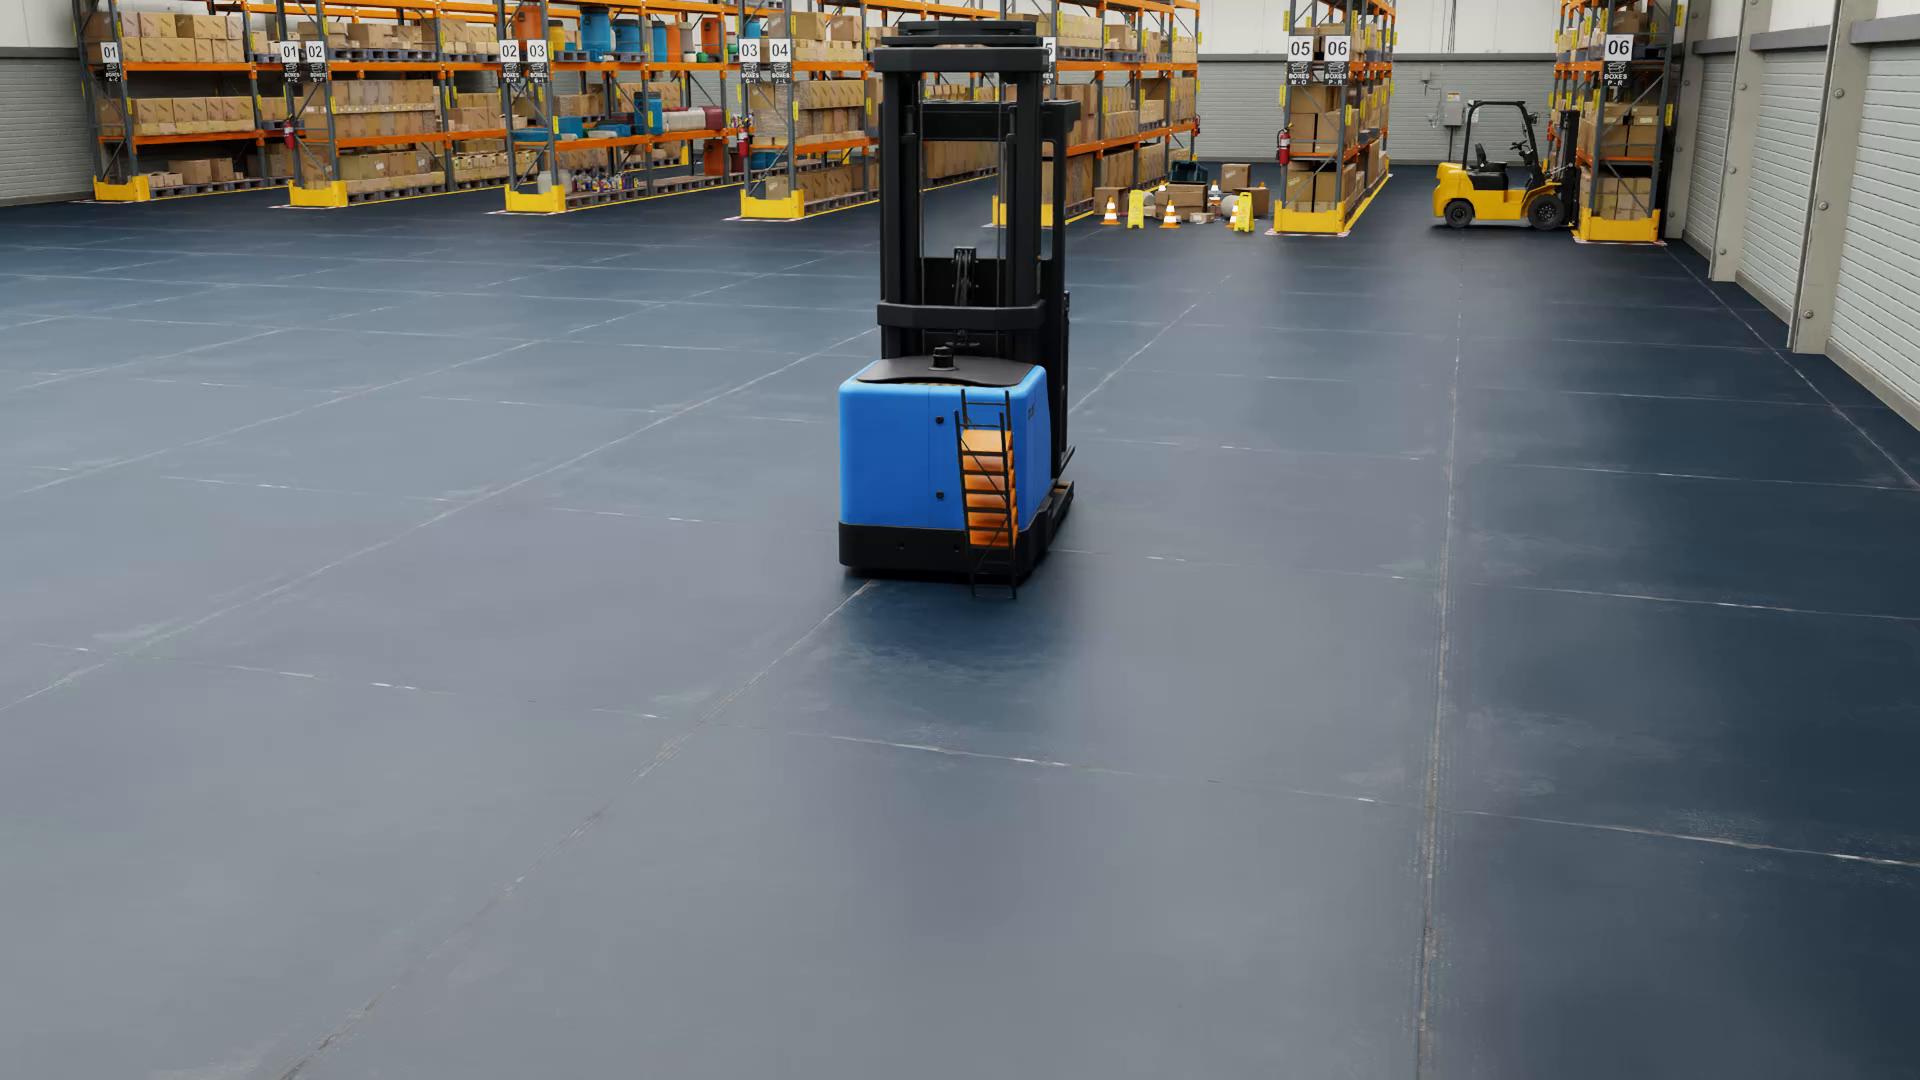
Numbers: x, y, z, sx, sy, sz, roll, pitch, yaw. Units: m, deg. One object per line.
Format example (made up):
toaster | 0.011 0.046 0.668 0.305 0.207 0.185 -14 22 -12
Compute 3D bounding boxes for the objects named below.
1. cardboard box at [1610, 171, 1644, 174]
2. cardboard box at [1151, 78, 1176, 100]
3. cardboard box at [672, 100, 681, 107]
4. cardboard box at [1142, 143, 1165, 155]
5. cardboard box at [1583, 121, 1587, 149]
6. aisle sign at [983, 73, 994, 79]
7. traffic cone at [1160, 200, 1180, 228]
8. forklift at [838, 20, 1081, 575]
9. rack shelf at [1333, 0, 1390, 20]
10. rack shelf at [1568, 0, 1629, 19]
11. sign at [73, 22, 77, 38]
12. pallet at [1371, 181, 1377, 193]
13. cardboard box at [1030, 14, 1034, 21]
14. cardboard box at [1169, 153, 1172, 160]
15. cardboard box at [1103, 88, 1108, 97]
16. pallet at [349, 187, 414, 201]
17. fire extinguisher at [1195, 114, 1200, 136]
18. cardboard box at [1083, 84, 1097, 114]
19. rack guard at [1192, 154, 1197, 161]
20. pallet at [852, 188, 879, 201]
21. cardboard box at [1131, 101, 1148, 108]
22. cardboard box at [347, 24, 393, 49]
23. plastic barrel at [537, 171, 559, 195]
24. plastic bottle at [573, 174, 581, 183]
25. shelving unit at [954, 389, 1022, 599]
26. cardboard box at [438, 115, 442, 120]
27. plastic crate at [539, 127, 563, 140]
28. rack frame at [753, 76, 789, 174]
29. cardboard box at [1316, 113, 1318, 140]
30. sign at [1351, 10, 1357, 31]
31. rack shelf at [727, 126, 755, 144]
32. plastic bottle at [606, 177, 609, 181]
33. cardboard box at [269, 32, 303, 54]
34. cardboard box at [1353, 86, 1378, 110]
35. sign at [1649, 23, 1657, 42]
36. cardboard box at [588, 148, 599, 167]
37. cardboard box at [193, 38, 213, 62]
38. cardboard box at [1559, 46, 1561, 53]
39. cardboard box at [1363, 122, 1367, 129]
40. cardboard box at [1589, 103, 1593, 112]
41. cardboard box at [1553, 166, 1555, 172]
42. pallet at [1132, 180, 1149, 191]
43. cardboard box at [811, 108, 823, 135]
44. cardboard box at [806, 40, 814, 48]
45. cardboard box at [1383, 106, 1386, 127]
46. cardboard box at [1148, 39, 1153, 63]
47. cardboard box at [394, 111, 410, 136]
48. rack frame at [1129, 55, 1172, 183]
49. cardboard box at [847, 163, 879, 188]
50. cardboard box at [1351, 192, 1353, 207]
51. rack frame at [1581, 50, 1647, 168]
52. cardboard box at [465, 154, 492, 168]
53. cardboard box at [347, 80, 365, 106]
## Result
cardboard box | 11.483 -6.209 28.660 0.500 0.250 0.500 4 16 15
cardboard box | 4.959 -10.995 40.537 0.500 0.500 0.500 5 17 17
cardboard box | -8.356 -12.361 47.728 0.500 0.500 0.500 5 17 18
cardboard box | 4.628 -9.370 39.803 0.500 0.250 0.500 4 16 14
cardboard box | 11.207 -7.072 29.081 0.500 0.500 0.500 4 16 15
aisle sign | 0.740 -12.974 45.311 0.394 0.787 0.004 5 16 16
traffic cone | 3.686 -5.716 29.135 0.336 0.463 0.334 5 16 16
forklift | 0.118 -1.578 10.022 1.130 2.935 3.031 3 16 10
rack shelf | 8.804 -11.691 36.607 1.077 0.370 4.000 5 16 16
rack shelf | 13.564 -11.307 35.254 1.077 0.370 4.000 5 16 16
sign | -18.313 -10.565 34.462 0.100 0.325 0.005 5 16 16
pallet | 8.880 -7.997 37.637 1.003 0.211 1.213 5 16 16
cardboard box | 1.103 -9.287 29.624 0.380 0.149 0.250 5 17 17
cardboard box | 5.029 -9.482 41.128 0.380 0.149 0.250 5 17 19
cardboard box | 2.604 -8.925 33.783 0.700 0.500 0.500 4 16 15
pallet | -12.511 -7.445 35.690 1.003 0.211 1.213 5 16 16
fire extinguisher | 6.248 -11.084 44.235 0.296 0.674 0.183 5 16 16
cardboard box | 2.141 -8.476 31.961 0.875 0.550 0.550 5 16 16
rack guard | 5.713 -10.048 44.339 1.175 0.500 0.348 5 16 16
pallet | -2.183 -7.404 35.547 1.003 0.211 1.213 5 16 16
cardboard box | 4.076 -9.925 37.926 0.380 0.149 0.250 5 17 18
cardboard box | -12.488 -10.652 35.176 0.797 0.503 0.637 7 17 22
plastic barrel | -8.174 -7.063 33.023 0.421 0.512 0.421 0 16 0
plastic bottle | -8.006 -7.475 34.735 0.144 0.351 0.185 5 17 18
shelving unit | 0.150 -0.215 8.438 0.258 1.200 0.189 3 40 10
cardboard box | -14.250 -11.498 45.293 0.380 0.149 0.250 5 17 17
plastic crate | -8.243 -8.132 33.274 0.499 0.251 0.408 5 16 16
rack frame | -4.878 -11.019 43.181 1.000 3.000 0.127 5 16 16
cardboard box | 5.999 -7.212 29.032 0.500 0.500 0.500 5 16 16
sign | 6.482 -8.549 27.373 0.100 0.325 0.005 5 16 16
rack shelf | -5.446 -10.150 41.435 1.077 0.370 4.000 5 16 16
plastic bottle | -7.357 -7.471 34.845 0.061 0.283 0.133 5 16 16
cardboard box | -16.068 -11.847 39.651 0.500 0.500 0.500 4 16 14
cardboard box | 8.904 -9.724 36.600 0.500 0.500 0.500 5 17 17
sign | 12.391 -9.077 29.744 0.100 0.325 0.005 5 16 16
cardboard box | -9.783 -10.002 43.371 0.500 0.500 0.500 5 17 17
cardboard box | -16.834 -10.765 36.567 0.500 0.500 0.500 4 16 14
cardboard box | 14.599 -11.681 39.747 0.500 0.250 0.500 4 16 14
cardboard box | 7.956 -8.314 33.334 0.380 0.149 0.250 5 17 18
cardboard box | 11.213 -7.560 29.070 0.380 0.149 0.250 4 16 15
cardboard box | 14.110 -8.631 39.004 0.396 0.266 0.258 5 17 18
pallet | 3.684 -8.040 37.789 1.003 0.211 1.213 5 16 16
cardboard box | -3.146 -8.096 32.148 0.875 0.500 0.500 5 16 16
cardboard box | -2.974 -9.314 31.217 0.380 0.149 0.250 5 17 18
cardboard box | 10.051 -10.278 40.386 0.500 0.500 0.500 5 17 16
cardboard box | 4.013 -10.929 37.183 0.500 0.500 0.500 5 16 16
cardboard box | -12.310 -8.973 35.785 0.700 0.500 0.500 5 17 17
rack frame | 4.597 -10.224 40.378 1.000 3.000 0.127 5 16 16
cardboard box | -2.054 -7.833 35.725 0.700 0.500 0.500 5 16 16
cardboard box | 7.047 -6.337 30.944 0.500 0.250 0.500 4 16 14
rack frame | 11.859 -7.390 30.385 1.000 3.000 0.127 5 16 16
cardboard box | -11.250 -8.815 38.653 0.500 0.311 0.500 4 16 14
cardboard box | -12.732 -9.210 34.242 0.700 0.500 0.500 4 16 14
